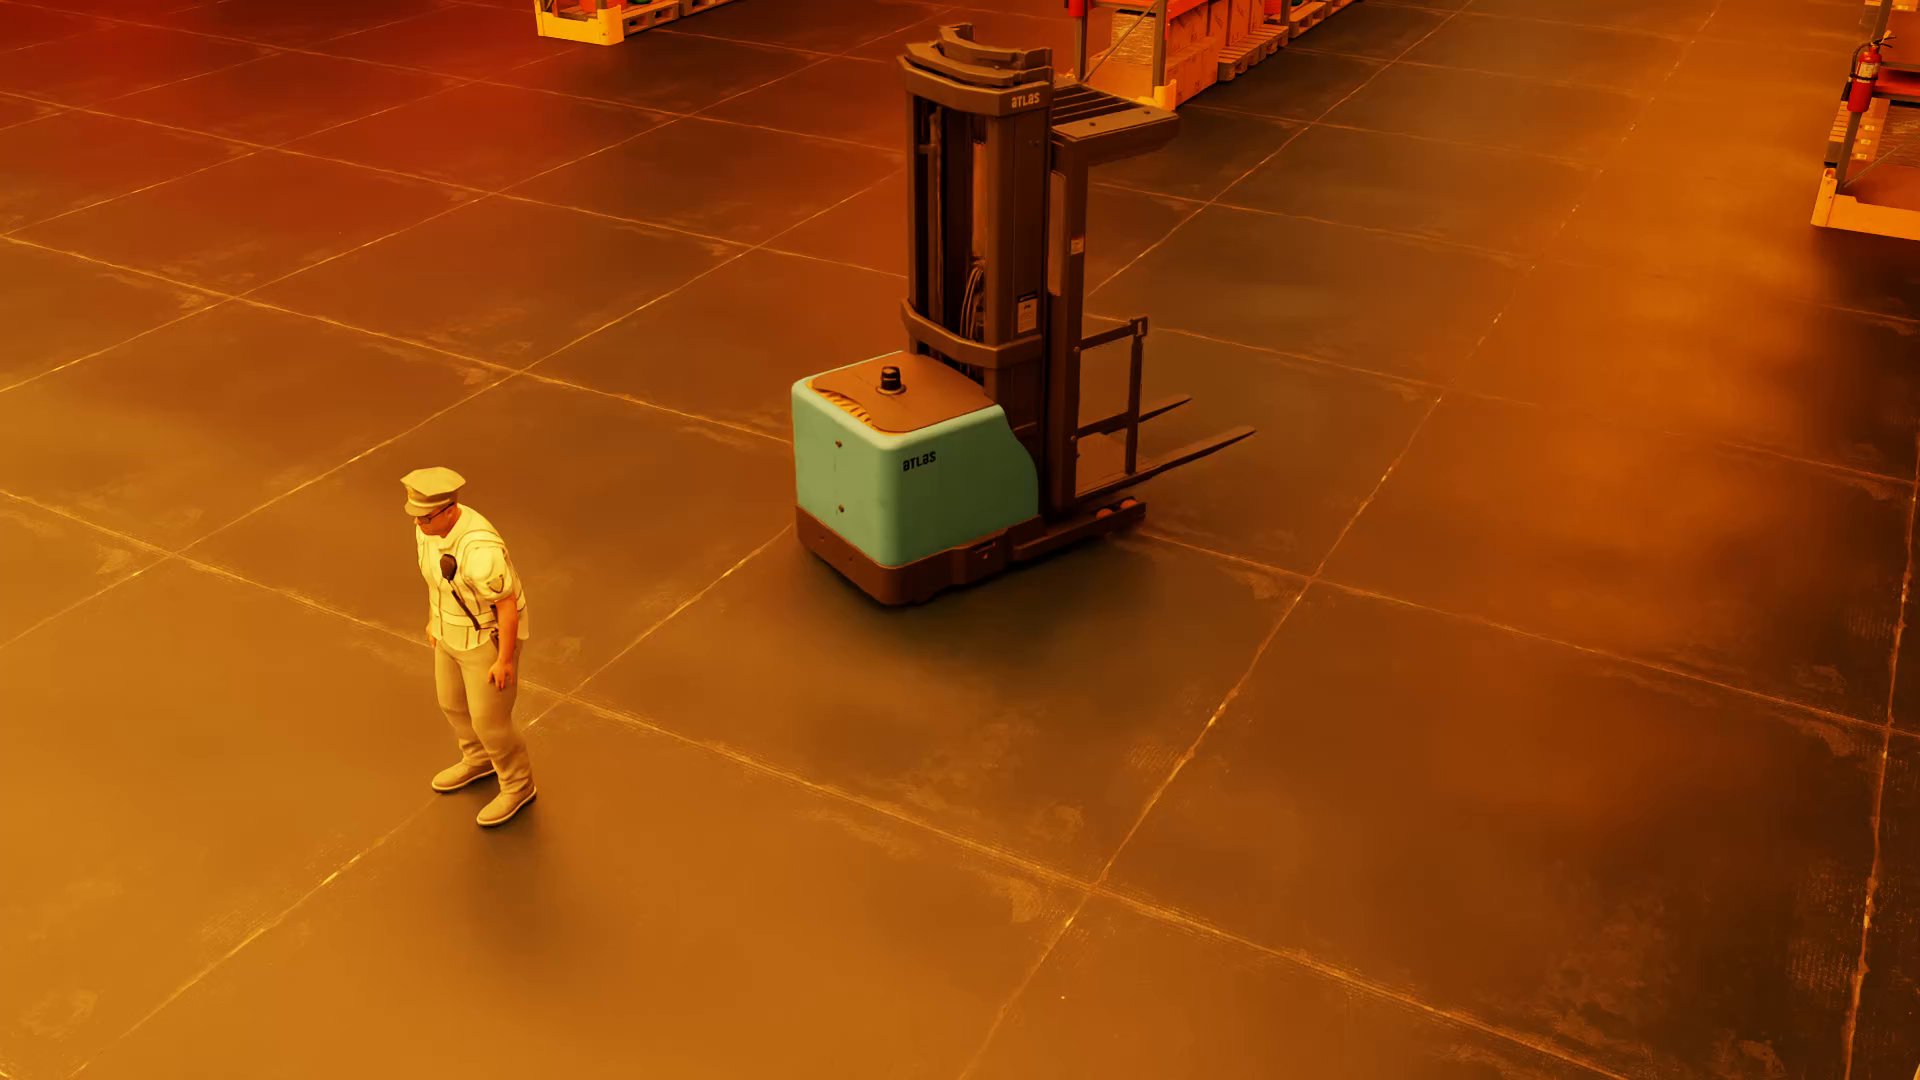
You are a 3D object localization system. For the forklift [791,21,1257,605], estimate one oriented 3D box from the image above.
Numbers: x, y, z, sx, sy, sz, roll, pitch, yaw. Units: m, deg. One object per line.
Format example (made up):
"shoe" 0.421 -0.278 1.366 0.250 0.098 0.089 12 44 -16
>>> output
"forklift" 0.514 -1.483 9.640 3.031 2.935 1.130 -20 36 -31

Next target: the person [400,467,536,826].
"person" -2.187 0.441 7.489 0.588 1.746 0.441 24 38 35
